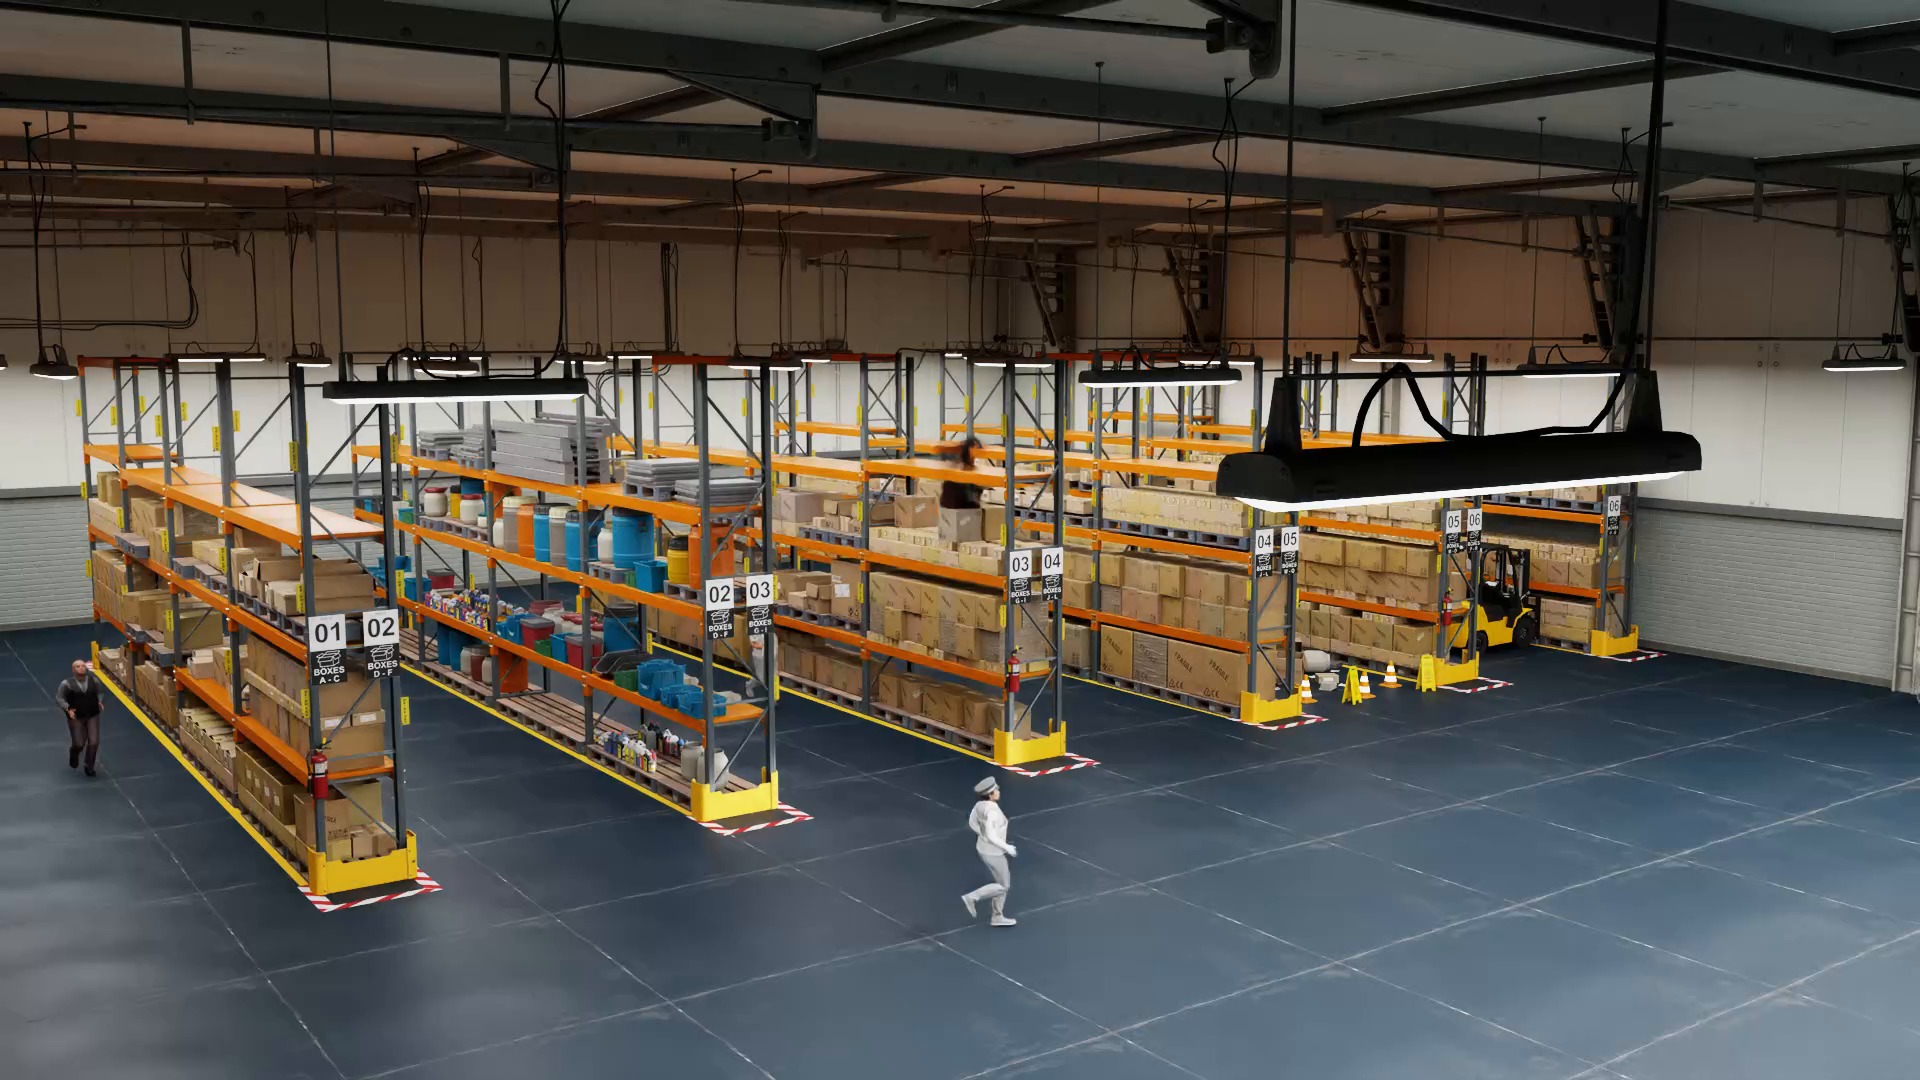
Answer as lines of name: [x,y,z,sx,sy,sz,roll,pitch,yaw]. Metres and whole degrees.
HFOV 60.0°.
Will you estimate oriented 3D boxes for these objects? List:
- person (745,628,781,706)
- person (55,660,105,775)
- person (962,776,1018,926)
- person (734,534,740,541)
person: [-3.409,2.027,28.849,0.723,1.636,0.613,7,9,43]
person: [-12.742,2.576,24.176,0.657,1.670,0.607,-7,9,-43]
person: [0.293,3.355,17.872,0.642,1.658,0.615,-2,7,-18]
person: [-5.518,0.676,39.656,0.848,1.737,0.795,-2,7,-17]
